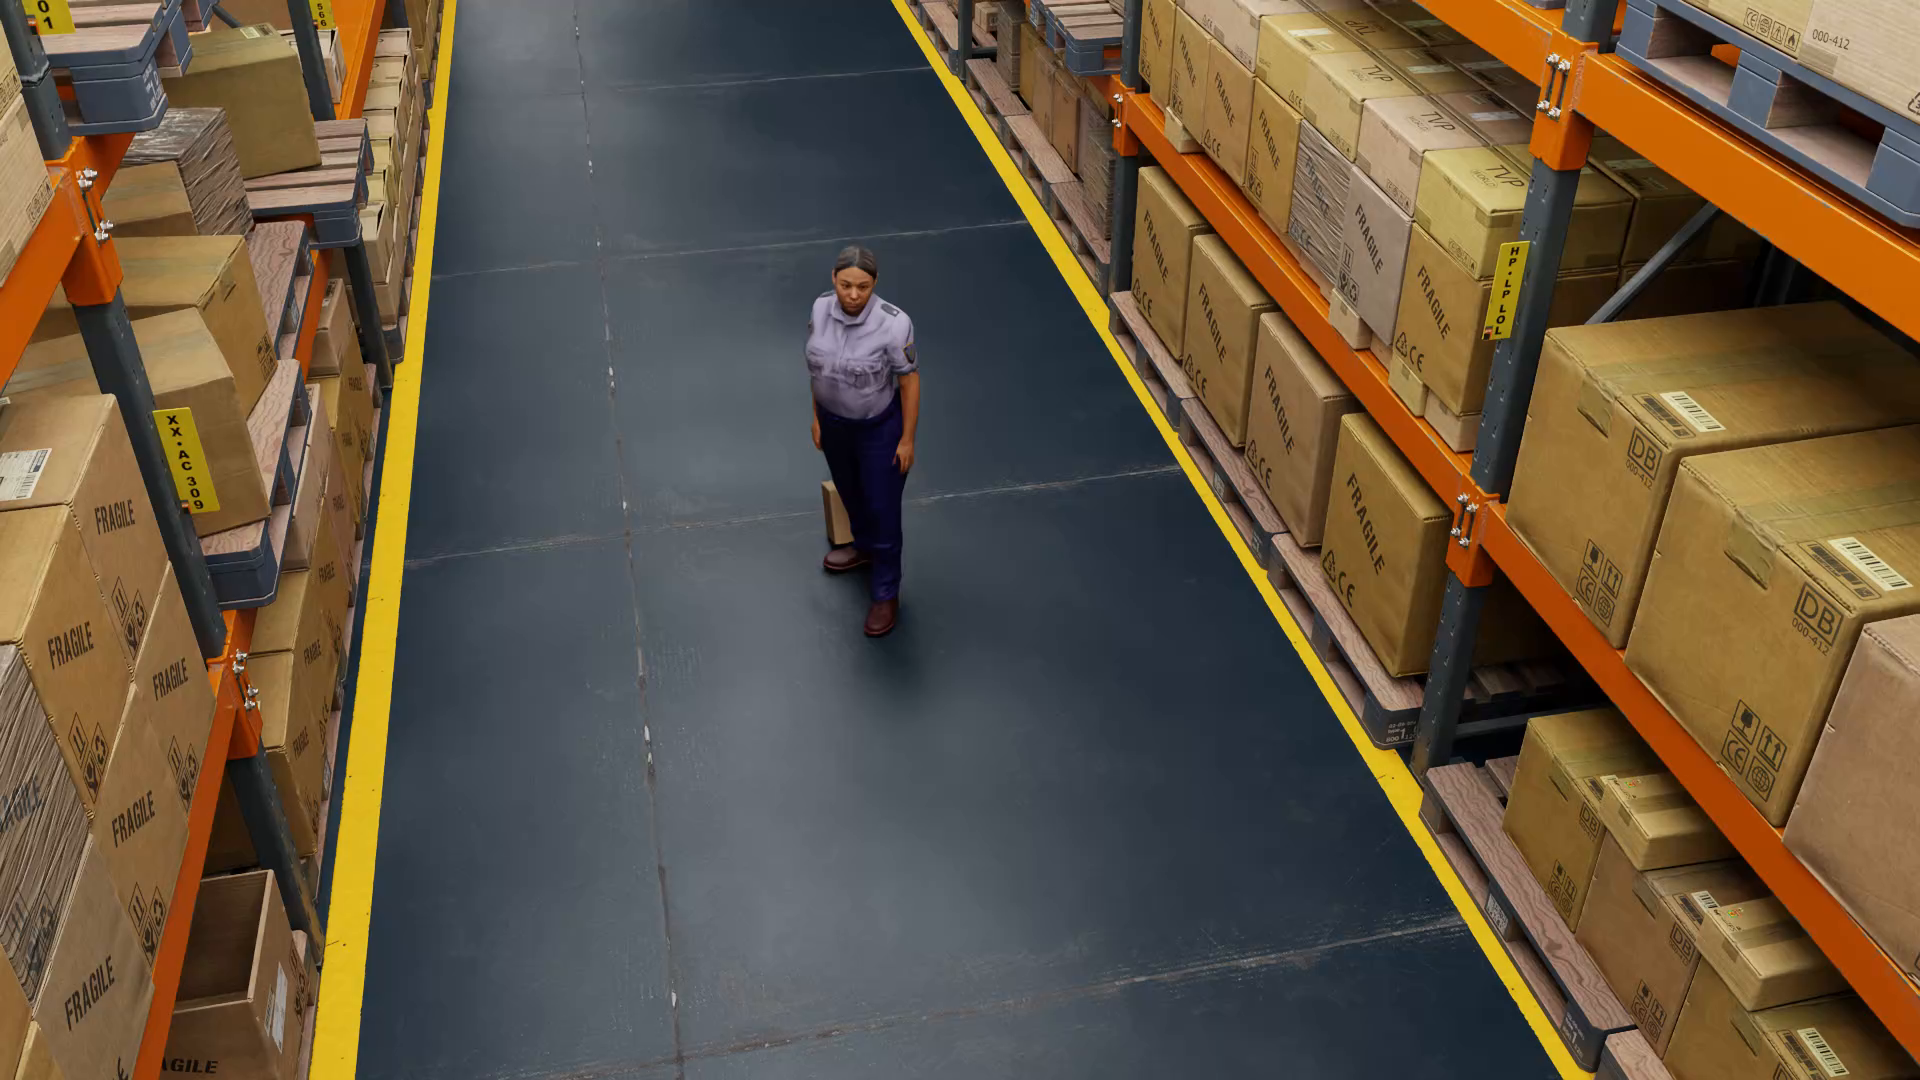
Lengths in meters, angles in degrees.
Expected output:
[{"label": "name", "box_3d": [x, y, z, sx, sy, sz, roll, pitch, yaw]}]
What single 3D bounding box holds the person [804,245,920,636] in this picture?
[{"label": "person", "box_3d": [-0.413, -0.450, 6.813, 0.531, 1.626, 0.526, 21, 40, 28]}]
